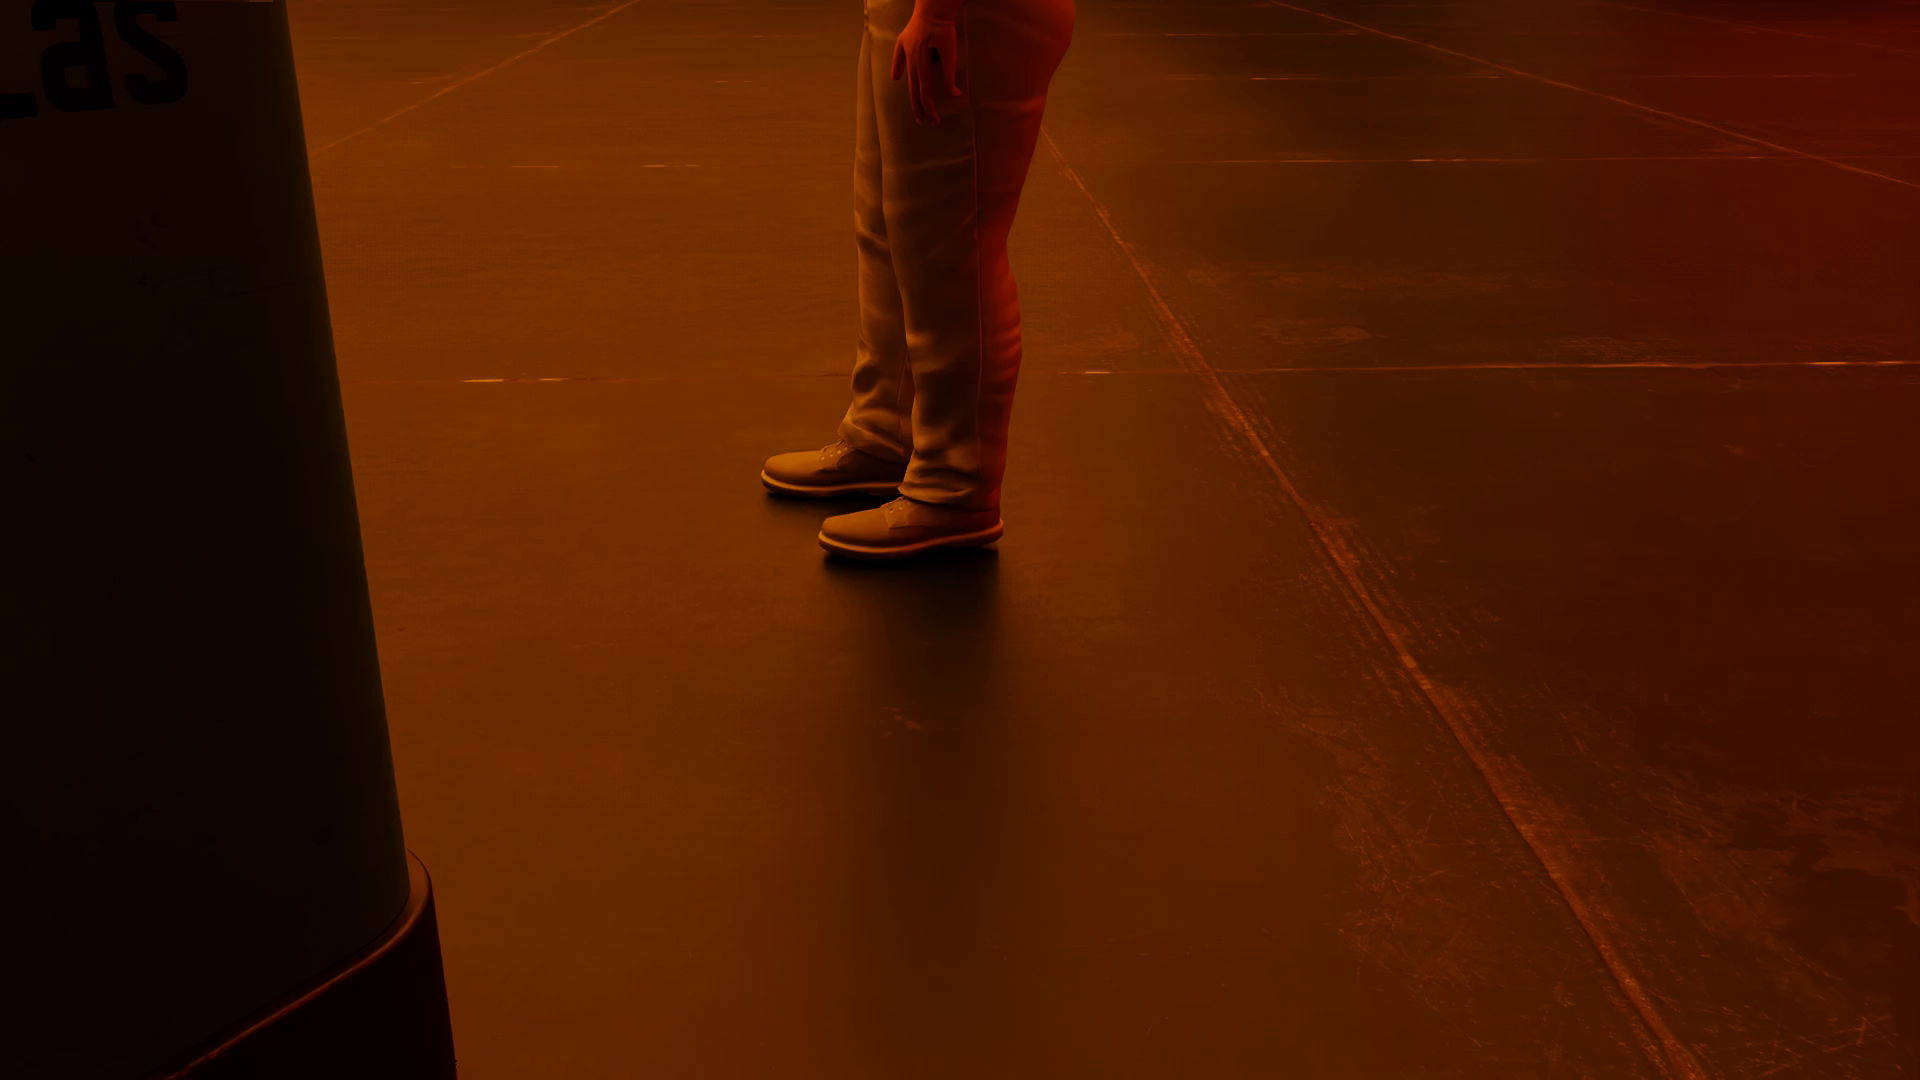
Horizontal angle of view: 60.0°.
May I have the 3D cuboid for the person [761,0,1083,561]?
[{"bbox_3d":[-0.079,-0.789,2.448,0.527,1.670,0.598,-1,21,-3],"label":"person"}]
